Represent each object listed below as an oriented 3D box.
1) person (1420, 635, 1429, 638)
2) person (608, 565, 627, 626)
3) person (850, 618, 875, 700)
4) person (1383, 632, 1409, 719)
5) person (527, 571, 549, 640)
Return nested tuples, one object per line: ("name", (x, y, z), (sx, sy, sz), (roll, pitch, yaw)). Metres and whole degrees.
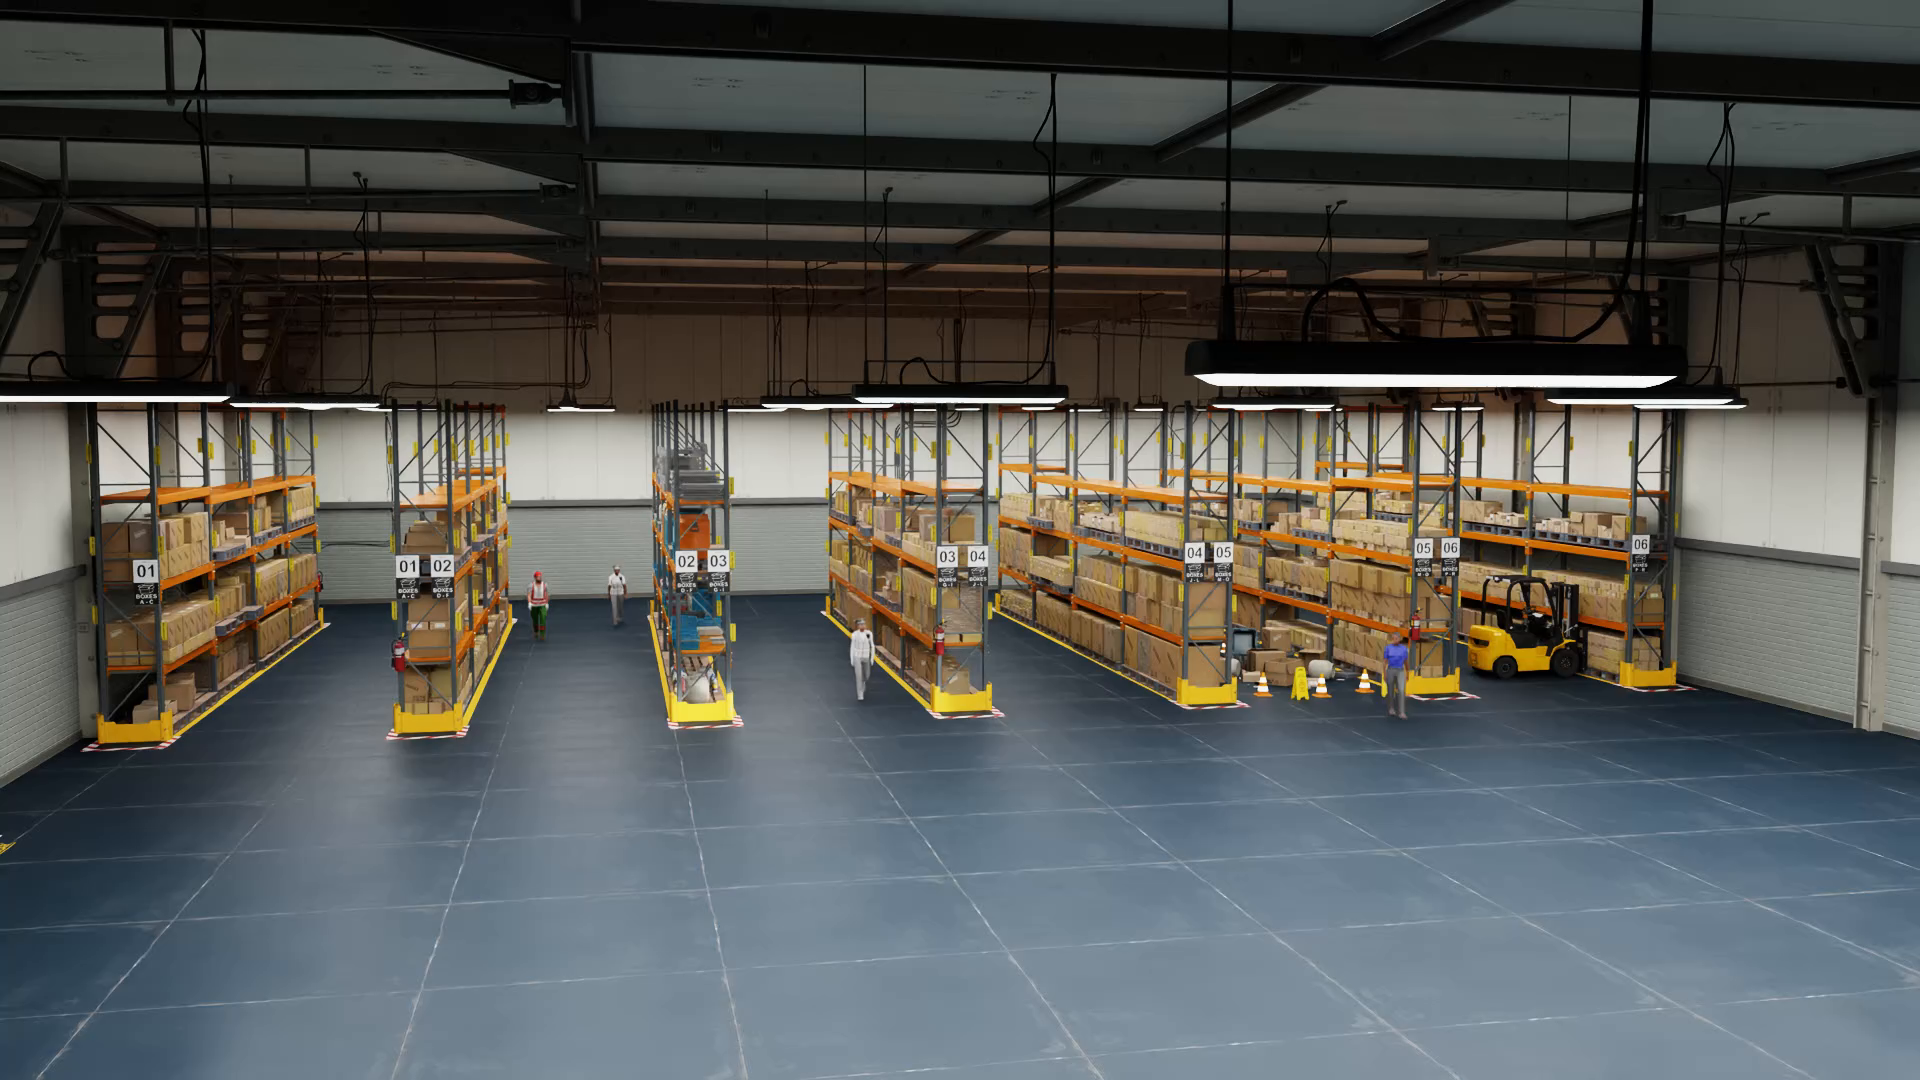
("person", (10.621, 2.057, 38.185), (0.463, 1.588, 0.471), (-1, 4, -7))
("person", (-9.332, 1.480, 45.307), (0.507, 1.621, 1.033), (-1, 4, -14))
("person", (-1.974, 2.359, 33.598), (0.492, 1.633, 0.831), (-1, 4, -14))
("person", (8.223, 2.537, 31.371), (0.493, 1.611, 0.929), (1, 5, 17))
("person", (-10.723, 1.661, 42.261), (0.535, 1.728, 1.095), (-1, 4, -15))
